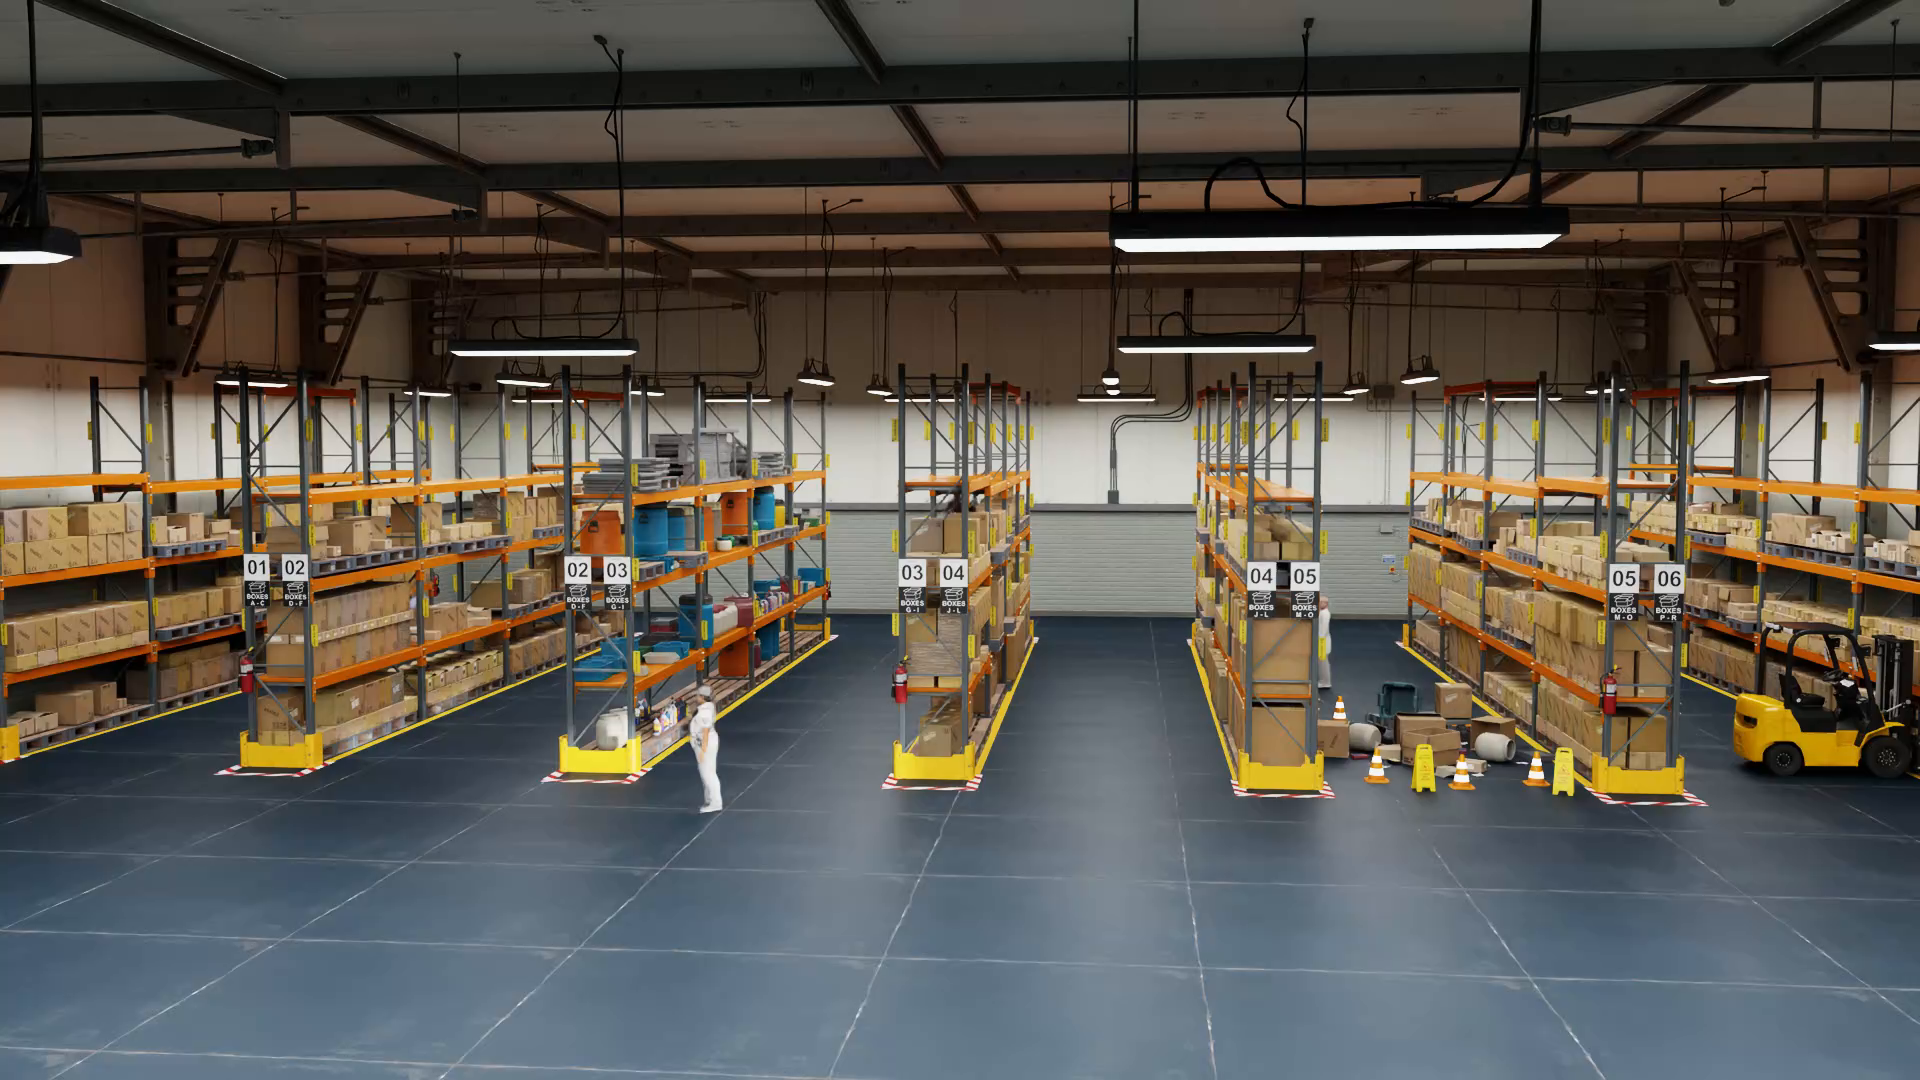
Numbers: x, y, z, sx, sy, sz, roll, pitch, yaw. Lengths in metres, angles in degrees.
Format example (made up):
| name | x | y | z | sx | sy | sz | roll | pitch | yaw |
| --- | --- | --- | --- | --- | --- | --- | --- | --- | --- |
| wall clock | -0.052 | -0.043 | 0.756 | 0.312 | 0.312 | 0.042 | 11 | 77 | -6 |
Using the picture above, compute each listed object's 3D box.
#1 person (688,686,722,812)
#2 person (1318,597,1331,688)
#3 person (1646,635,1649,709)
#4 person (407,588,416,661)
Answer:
| name | x | y | z | sx | sy | sz | roll | pitch | yaw |
| --- | --- | --- | --- | --- | --- | --- | --- | --- | --- |
| person | -3.372 | 2.774 | 22.014 | 0.433 | 1.700 | 0.596 | -1 | 4 | -8 |
| person | 7.131 | 2.010 | 32.721 | 0.398 | 1.780 | 0.633 | 1 | 4 | 20 |
| person | 11.719 | 2.312 | 28.920 | 0.435 | 1.659 | 0.670 | -3 | 5 | -39 |
| person | -12.198 | 1.850 | 36.766 | 0.452 | 1.599 | 0.927 | 1 | 4 | 8 |
